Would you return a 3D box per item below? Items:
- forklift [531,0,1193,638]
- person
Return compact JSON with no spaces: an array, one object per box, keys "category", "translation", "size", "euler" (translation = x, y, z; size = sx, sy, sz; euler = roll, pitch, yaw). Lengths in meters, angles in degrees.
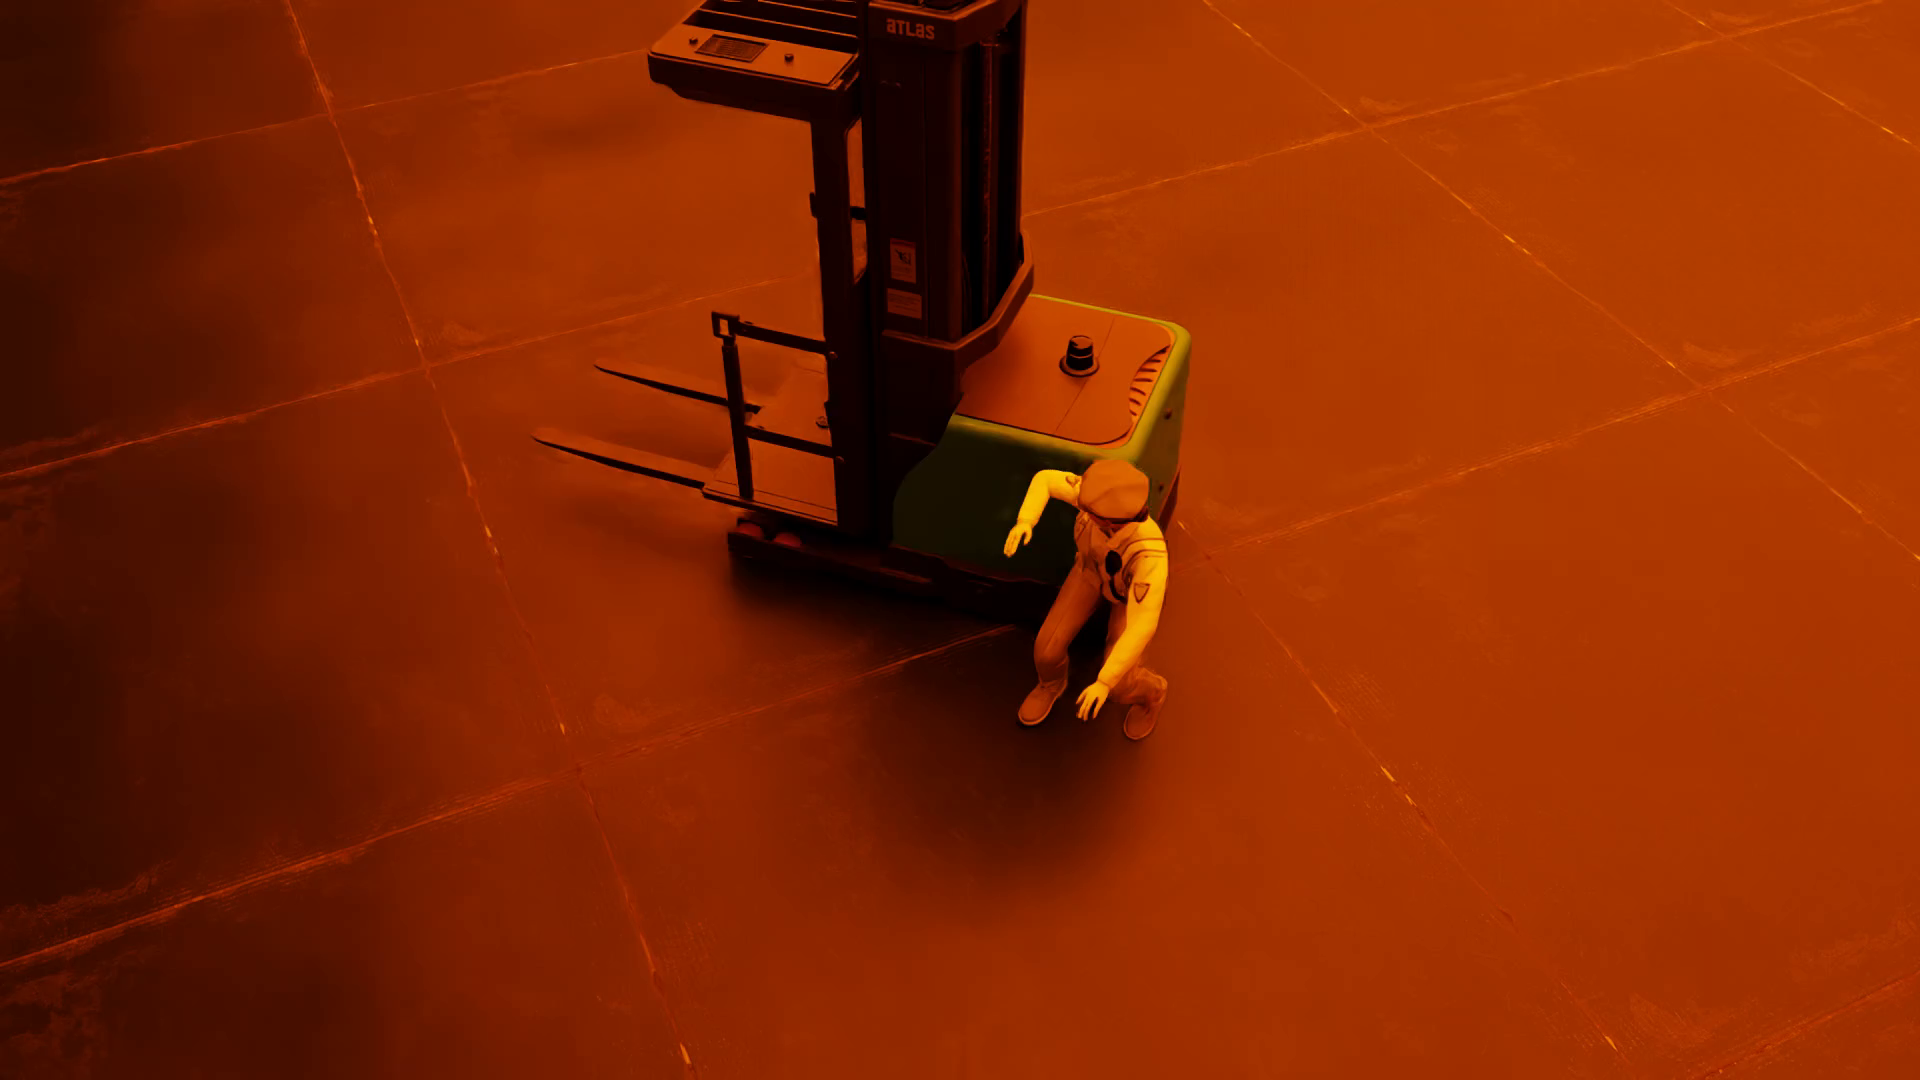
[{"category":"forklift","translation":[-0.543,-1.265,7.035],"size":[3.031,2.935,1.130],"euler":[14,45,15]},{"category":"person","translation":[0.475,0.276,6.485],"size":[0.740,1.414,0.871],"euler":[27,49,26]}]
